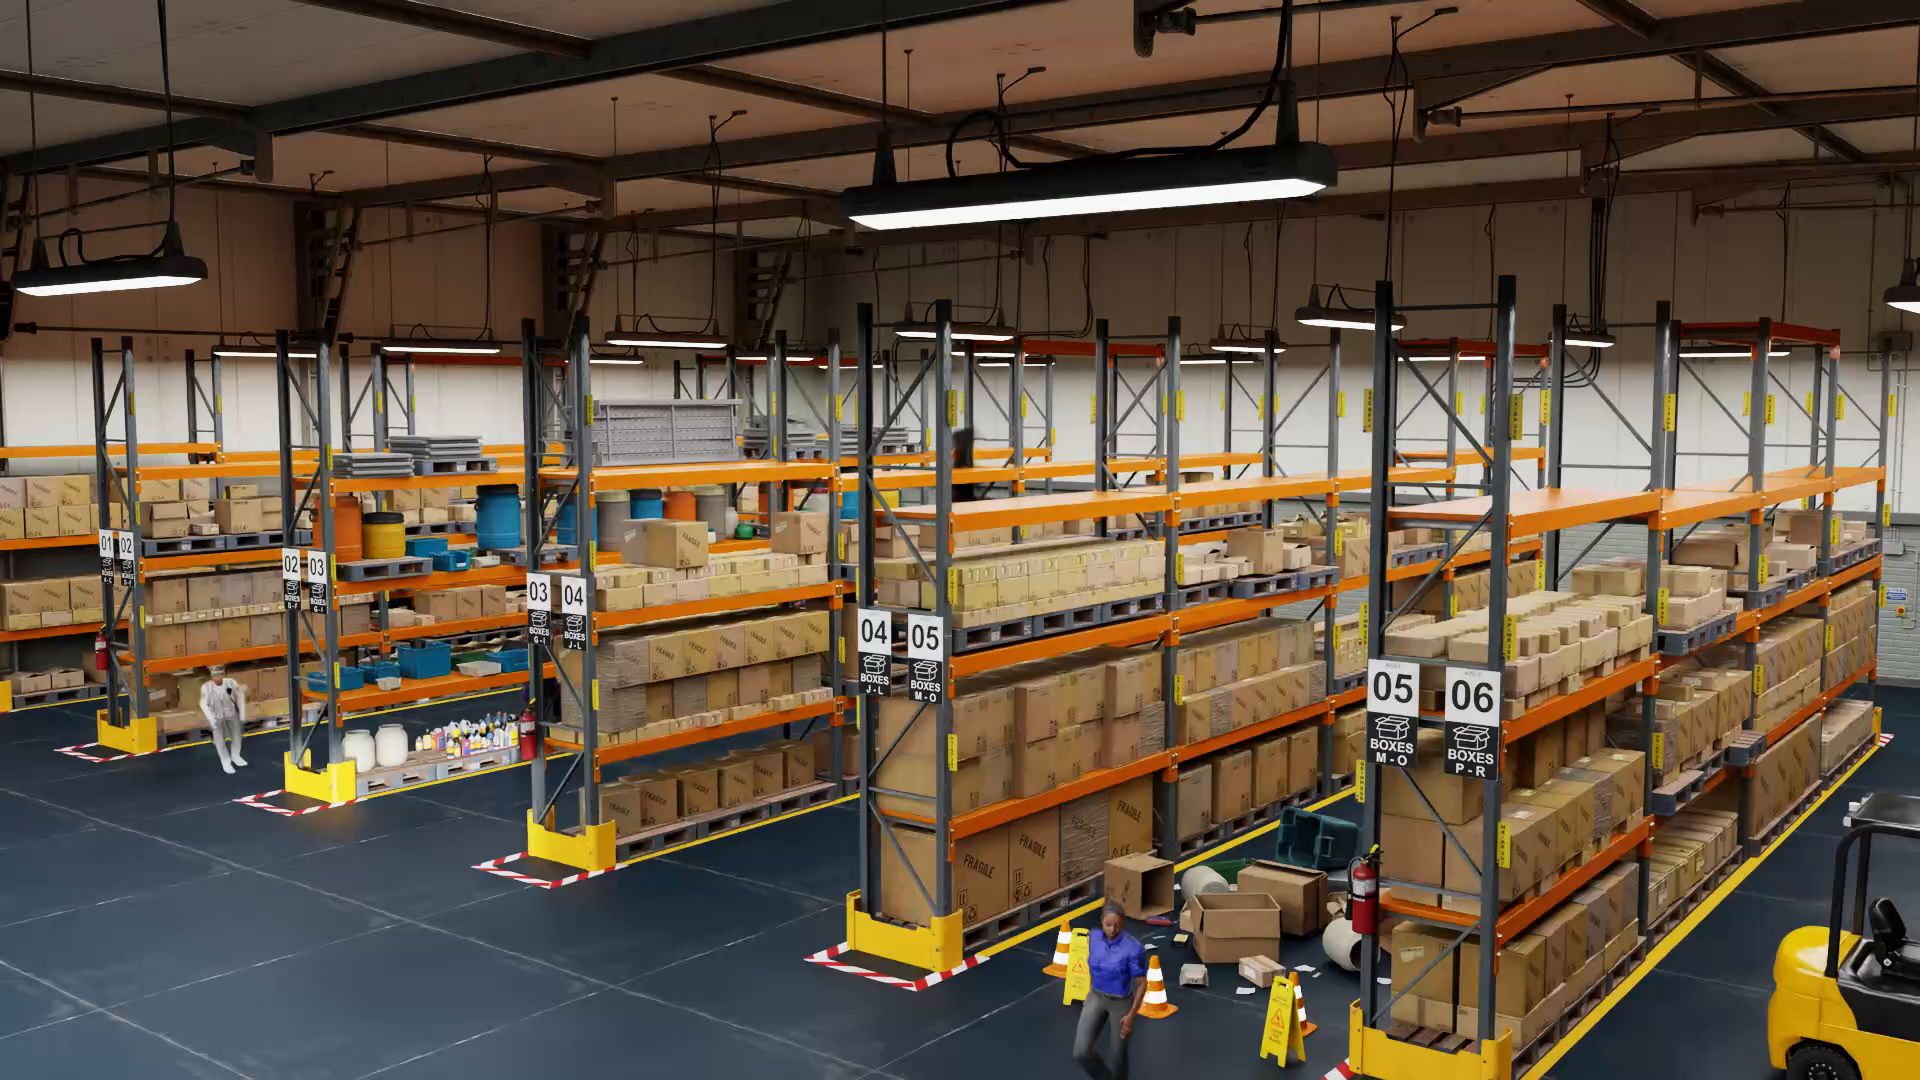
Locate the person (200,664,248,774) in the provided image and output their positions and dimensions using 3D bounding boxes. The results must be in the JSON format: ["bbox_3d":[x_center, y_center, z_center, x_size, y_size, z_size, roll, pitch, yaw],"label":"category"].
[{"bbox_3d":[-10.056,2.422,22.714,0.602,1.544,0.783,-3,6,-30],"label":"person"}]

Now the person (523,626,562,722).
[{"bbox_3d":[-6.610,2.139,26.160,0.625,1.617,0.761,0,5,-1],"label":"person"}]

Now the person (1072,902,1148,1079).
[{"bbox_3d":[1.099,3.333,11.876,0.557,1.613,0.698,2,5,23],"label":"person"}]
